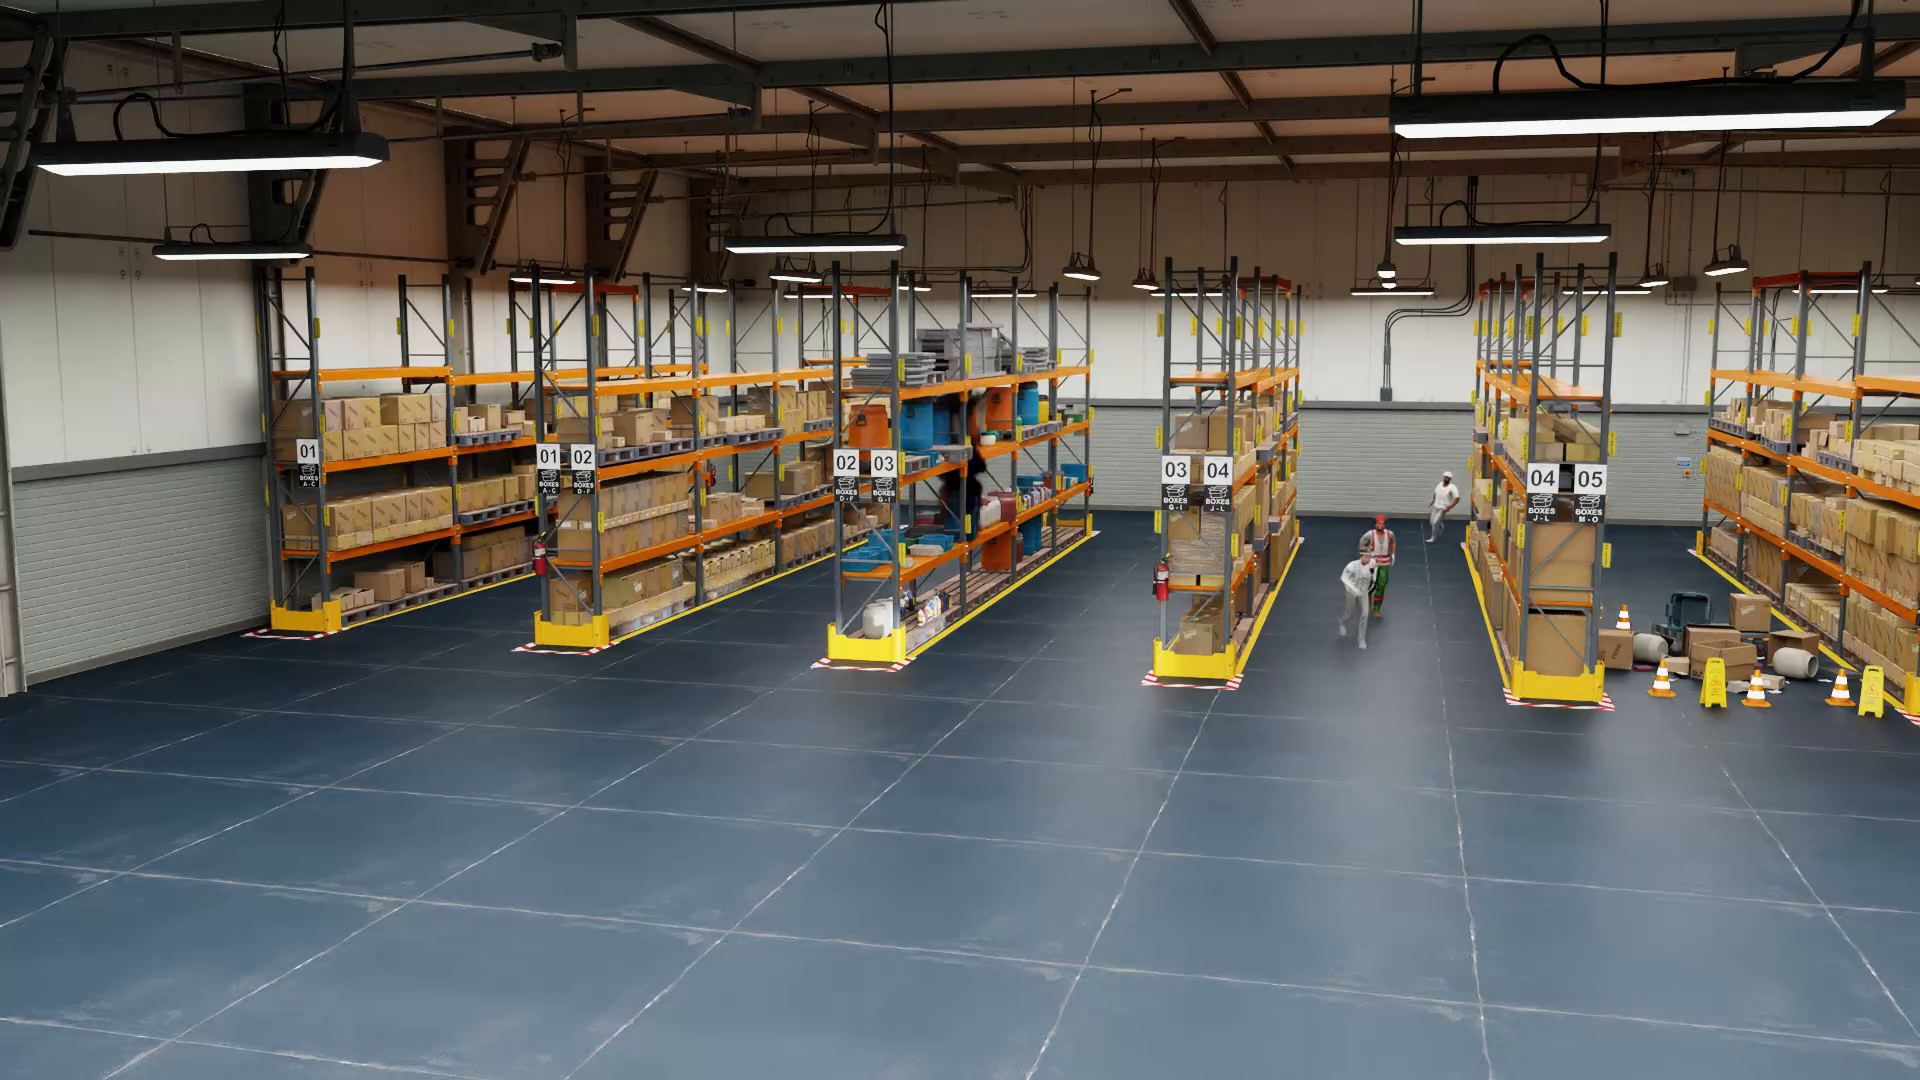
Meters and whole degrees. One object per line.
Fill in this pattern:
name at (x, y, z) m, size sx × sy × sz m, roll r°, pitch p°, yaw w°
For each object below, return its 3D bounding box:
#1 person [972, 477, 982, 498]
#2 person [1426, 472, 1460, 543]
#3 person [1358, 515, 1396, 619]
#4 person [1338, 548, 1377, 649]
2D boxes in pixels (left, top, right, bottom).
person at (0.205, -0.637, 38.080) m, size 0.612 × 1.658 × 0.524 m, roll 3°, pitch 8°, yaw 20°
person at (11.297, -0.756, 38.833) m, size 0.592 × 1.687 × 0.735 m, roll -5°, pitch 9°, yaw -34°
person at (7.308, 0.438, 29.143) m, size 0.684 × 1.772 × 0.969 m, roll 0°, pitch 7°, yaw 0°
person at (6.307, 0.879, 26.510) m, size 0.655 × 1.627 × 0.979 m, roll -2°, pitch 7°, yaw -14°
